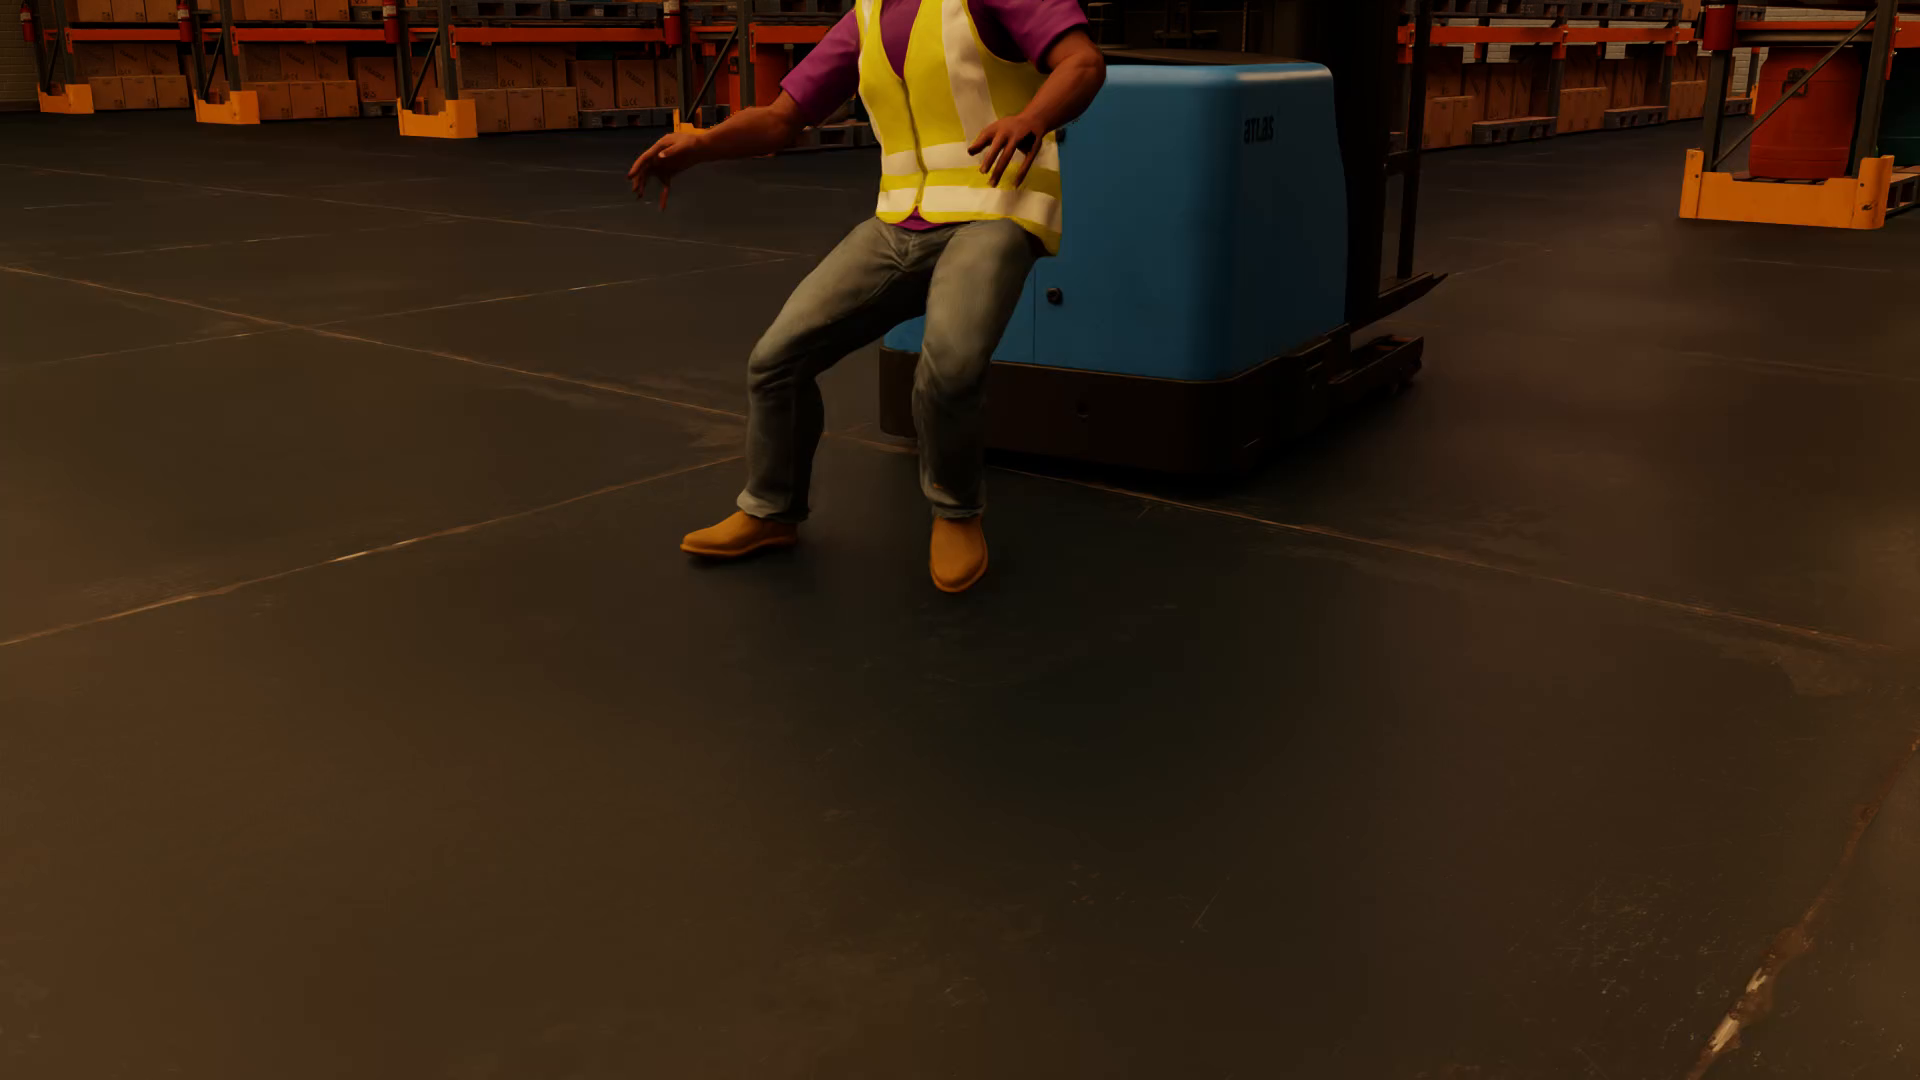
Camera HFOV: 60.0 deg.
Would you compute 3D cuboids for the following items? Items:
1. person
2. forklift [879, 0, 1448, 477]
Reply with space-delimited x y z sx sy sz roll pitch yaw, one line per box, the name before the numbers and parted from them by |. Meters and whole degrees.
person | -0.159 -0.665 3.418 0.957 1.585 0.761 15 22 40
forklift | 0.939 -1.946 5.306 1.130 2.935 3.031 9 19 28
